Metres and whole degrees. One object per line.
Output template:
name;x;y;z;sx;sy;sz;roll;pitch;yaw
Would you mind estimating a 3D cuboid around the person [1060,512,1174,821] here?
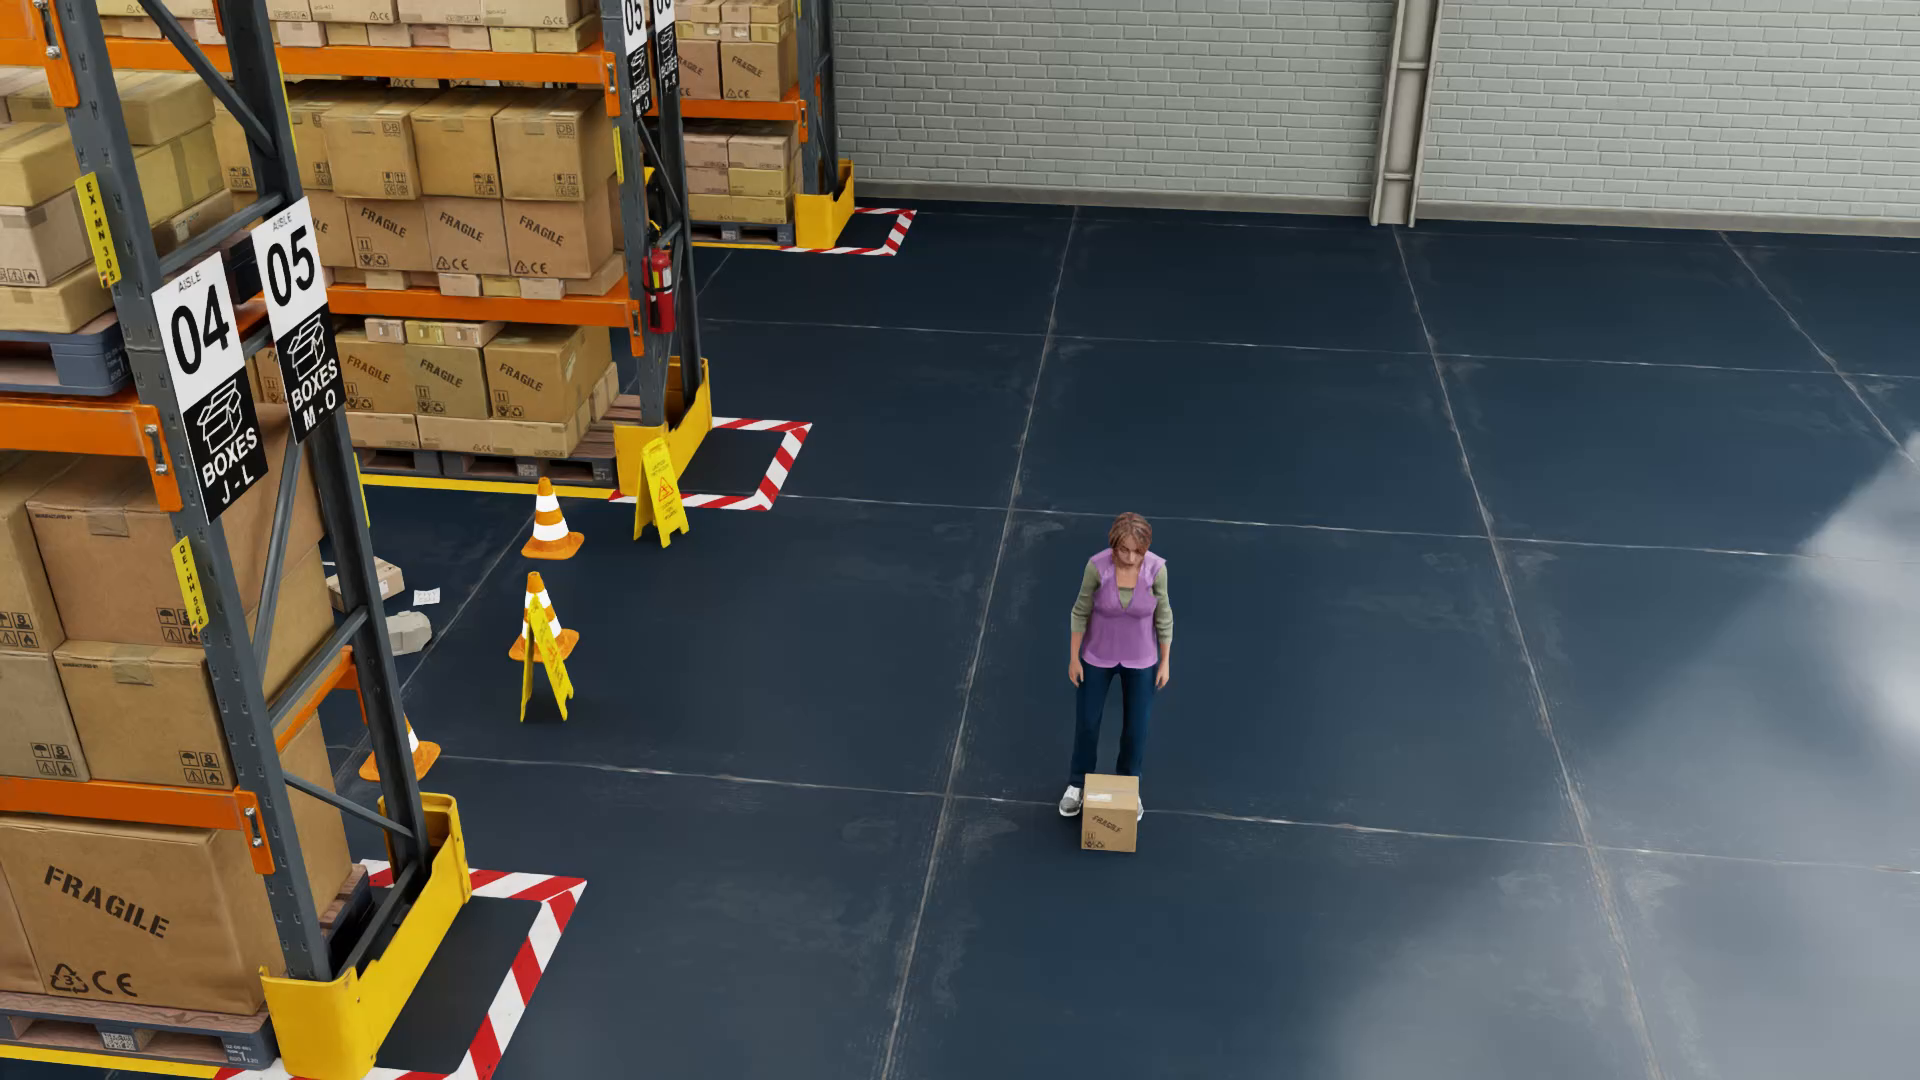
person;0.722;0.561;7.613;0.485;1.594;0.341;2;29;3
